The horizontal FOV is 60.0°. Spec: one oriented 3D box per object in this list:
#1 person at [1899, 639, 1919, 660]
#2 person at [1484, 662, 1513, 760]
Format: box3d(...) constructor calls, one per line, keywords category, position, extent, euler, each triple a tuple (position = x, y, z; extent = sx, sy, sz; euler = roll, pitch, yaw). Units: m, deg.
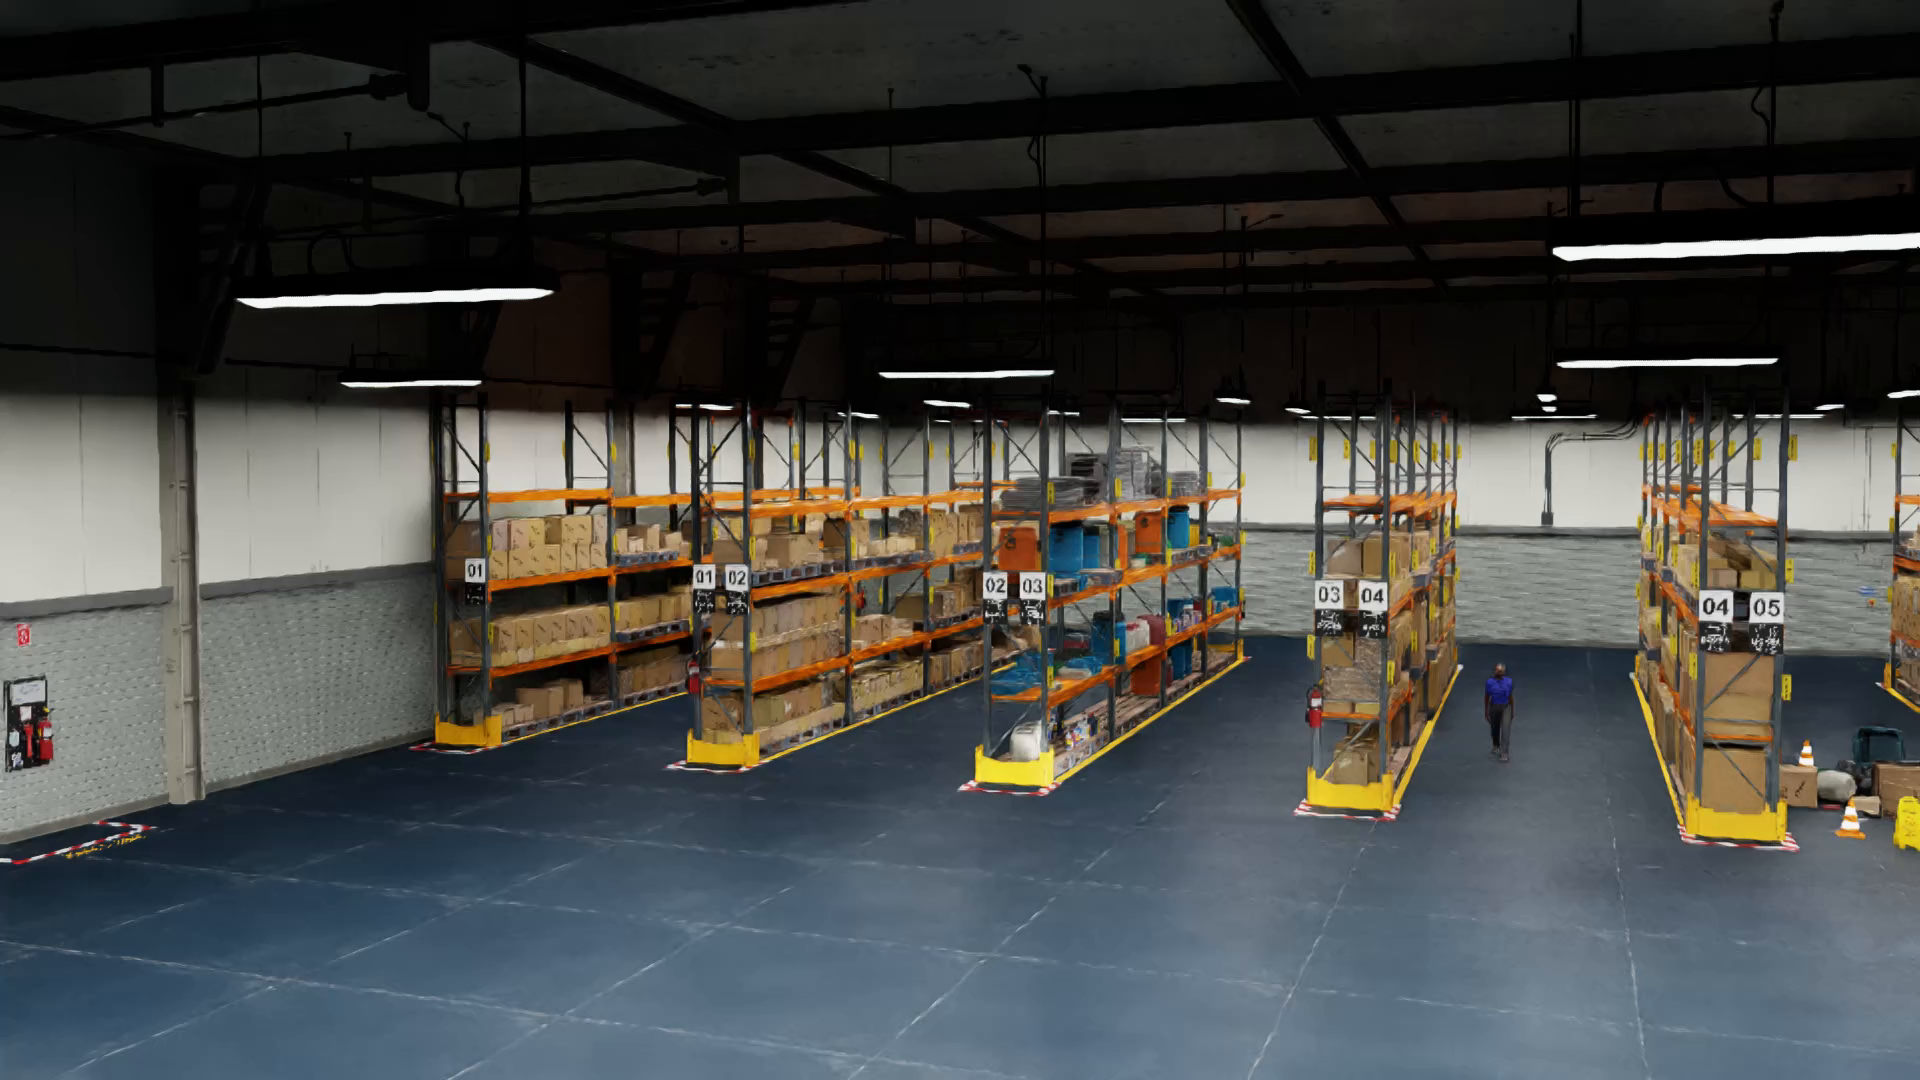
box3d(category="person", position=(21.034, 2.166, 36.772), extent=(0.624, 1.782, 0.579), euler=(-1, 3, -14))
box3d(category="person", position=(8.773, 2.755, 27.097), extent=(0.447, 1.574, 1.078), euler=(1, 3, 22))
